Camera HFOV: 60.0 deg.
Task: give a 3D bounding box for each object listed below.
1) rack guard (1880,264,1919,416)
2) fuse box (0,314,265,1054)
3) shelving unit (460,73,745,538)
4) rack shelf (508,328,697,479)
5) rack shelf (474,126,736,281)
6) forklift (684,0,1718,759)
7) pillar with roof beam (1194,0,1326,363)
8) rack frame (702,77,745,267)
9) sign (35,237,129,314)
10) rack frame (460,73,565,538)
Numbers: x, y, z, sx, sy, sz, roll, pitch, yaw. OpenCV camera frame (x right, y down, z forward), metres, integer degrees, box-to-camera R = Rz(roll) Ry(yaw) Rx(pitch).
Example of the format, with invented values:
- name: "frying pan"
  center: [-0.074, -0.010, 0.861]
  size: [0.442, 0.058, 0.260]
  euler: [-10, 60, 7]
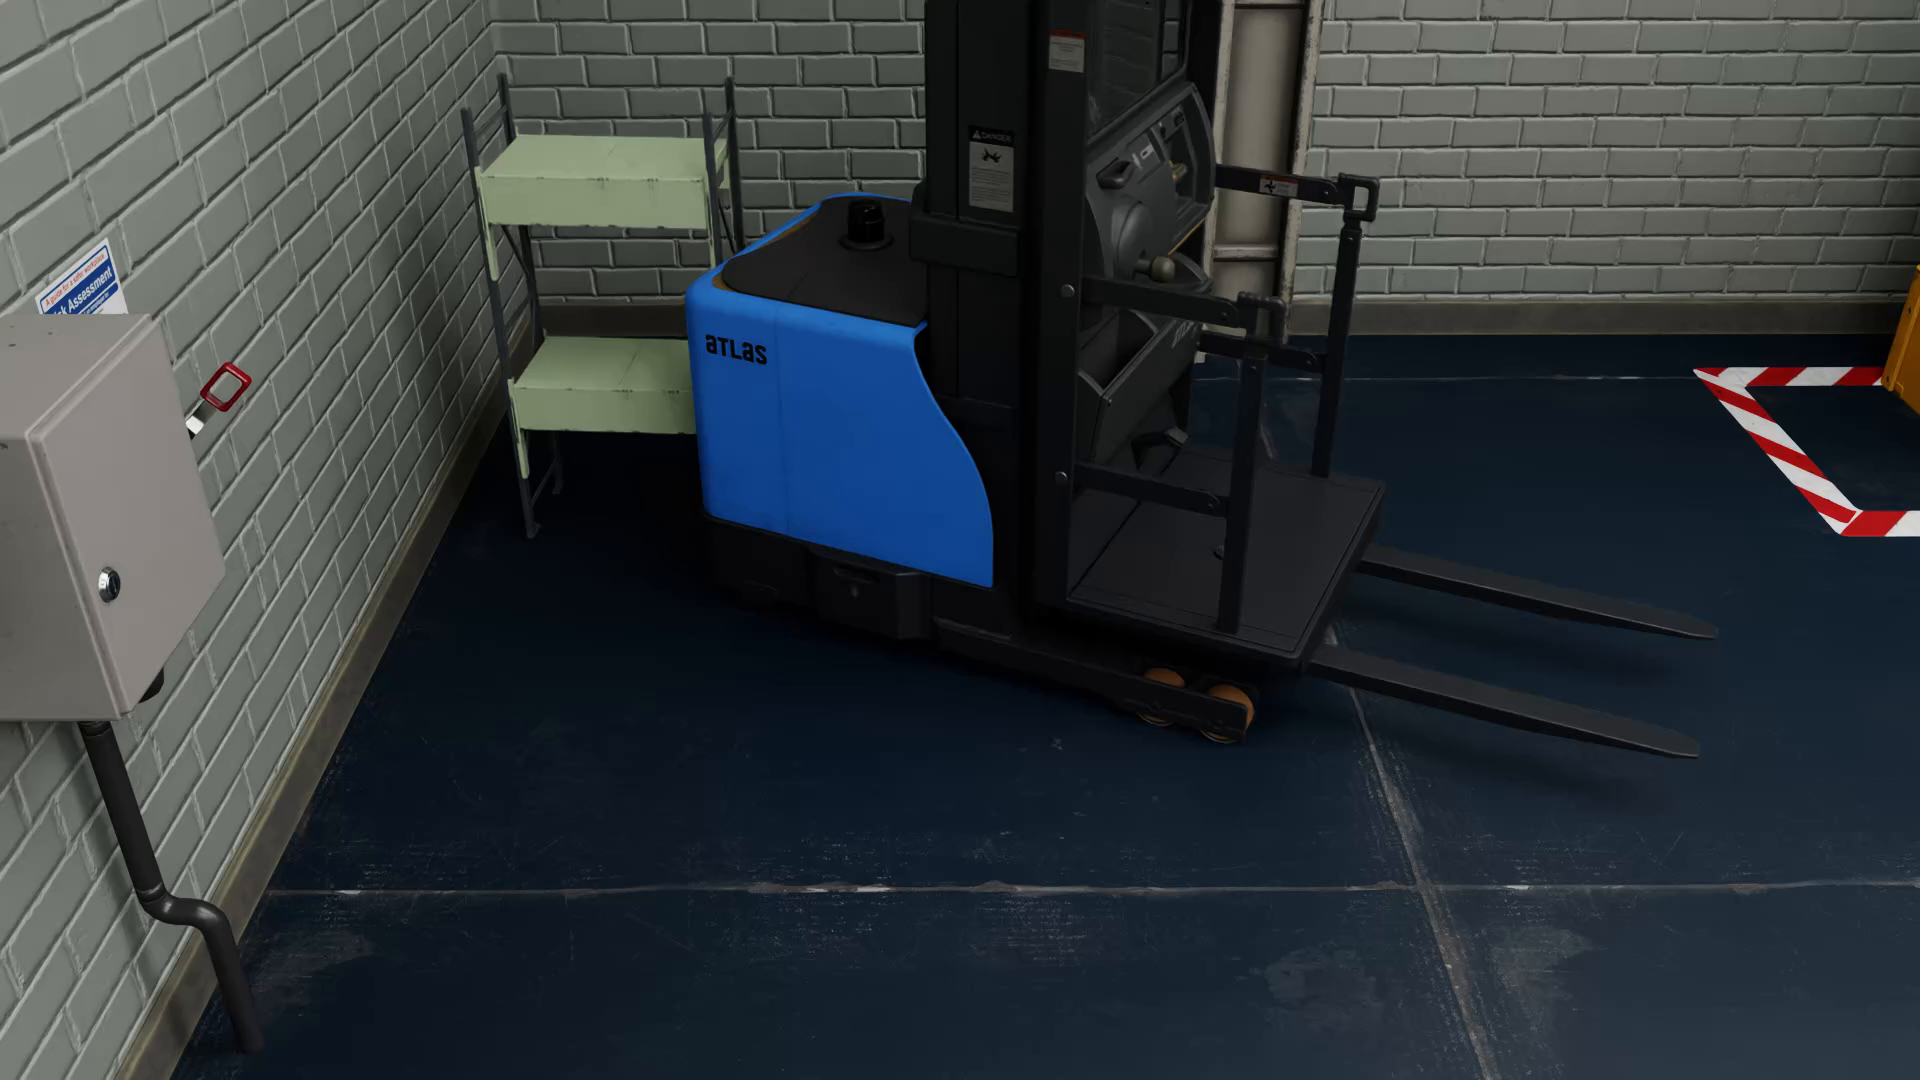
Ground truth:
- name: "rack guard"
  center: [3.944, -0.580, 6.224]
  size: [0.348, 0.500, 1.175]
  euler: [0, 31, 0]
- name: "fuse box"
  center: [-1.604, 0.417, 3.414]
  size: [0.414, 1.711, 0.539]
  euler: [0, 31, 0]
- name: "shelving unit"
  center: [-1.109, -0.739, 5.522]
  size: [0.755, 1.500, 0.431]
  euler: [2, 31, 3]
- name: "rack shelf"
  center: [-1.109, -0.460, 5.691]
  size: [0.720, 0.370, 0.431]
  euler: [2, 31, 3]
- name: "rack shelf"
  center: [-1.109, -1.072, 5.319]
  size: [0.720, 0.370, 0.431]
  euler: [2, 31, 3]
- name: "forklift"
  center: [0.719, -0.983, 4.545]
  size: [3.031, 2.935, 1.130]
  euler: [14, 34, 21]
- name: "pillar with roof beam"
  center: [1.192, -2.439, 1.095]
  size: [0.400, 9.000, 9.100]
  euler: [0, 31, 0]
- name: "rack frame"
  center: [-0.744, -0.727, 5.502]
  size: [0.023, 1.500, 0.400]
  euler: [2, 31, 3]
- name: "sign"
  center: [-1.814, -0.349, 3.525]
  size: [0.001, 0.494, 0.329]
  euler: [0, 31, 0]
- name: "rack frame"
  center: [-1.475, -0.751, 5.542]
  size: [0.023, 1.500, 0.400]
  euler: [2, 31, 3]
